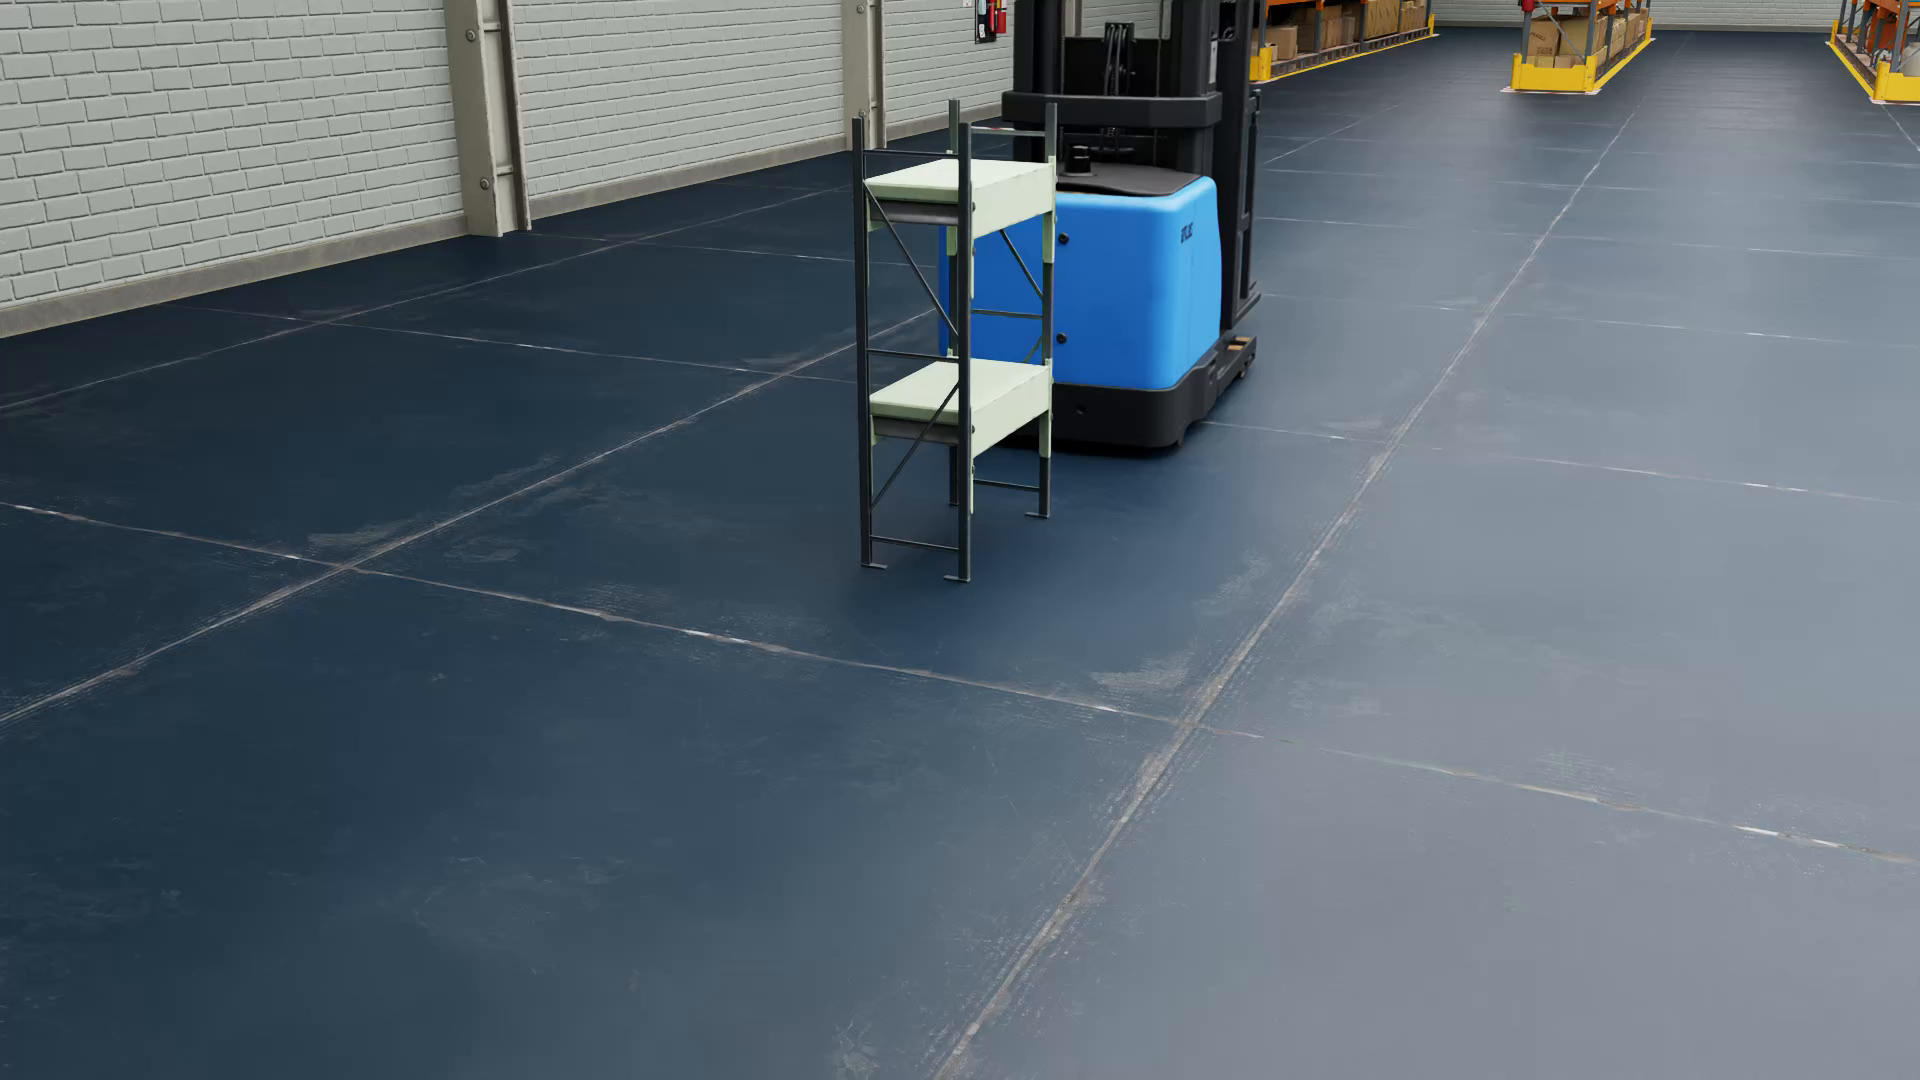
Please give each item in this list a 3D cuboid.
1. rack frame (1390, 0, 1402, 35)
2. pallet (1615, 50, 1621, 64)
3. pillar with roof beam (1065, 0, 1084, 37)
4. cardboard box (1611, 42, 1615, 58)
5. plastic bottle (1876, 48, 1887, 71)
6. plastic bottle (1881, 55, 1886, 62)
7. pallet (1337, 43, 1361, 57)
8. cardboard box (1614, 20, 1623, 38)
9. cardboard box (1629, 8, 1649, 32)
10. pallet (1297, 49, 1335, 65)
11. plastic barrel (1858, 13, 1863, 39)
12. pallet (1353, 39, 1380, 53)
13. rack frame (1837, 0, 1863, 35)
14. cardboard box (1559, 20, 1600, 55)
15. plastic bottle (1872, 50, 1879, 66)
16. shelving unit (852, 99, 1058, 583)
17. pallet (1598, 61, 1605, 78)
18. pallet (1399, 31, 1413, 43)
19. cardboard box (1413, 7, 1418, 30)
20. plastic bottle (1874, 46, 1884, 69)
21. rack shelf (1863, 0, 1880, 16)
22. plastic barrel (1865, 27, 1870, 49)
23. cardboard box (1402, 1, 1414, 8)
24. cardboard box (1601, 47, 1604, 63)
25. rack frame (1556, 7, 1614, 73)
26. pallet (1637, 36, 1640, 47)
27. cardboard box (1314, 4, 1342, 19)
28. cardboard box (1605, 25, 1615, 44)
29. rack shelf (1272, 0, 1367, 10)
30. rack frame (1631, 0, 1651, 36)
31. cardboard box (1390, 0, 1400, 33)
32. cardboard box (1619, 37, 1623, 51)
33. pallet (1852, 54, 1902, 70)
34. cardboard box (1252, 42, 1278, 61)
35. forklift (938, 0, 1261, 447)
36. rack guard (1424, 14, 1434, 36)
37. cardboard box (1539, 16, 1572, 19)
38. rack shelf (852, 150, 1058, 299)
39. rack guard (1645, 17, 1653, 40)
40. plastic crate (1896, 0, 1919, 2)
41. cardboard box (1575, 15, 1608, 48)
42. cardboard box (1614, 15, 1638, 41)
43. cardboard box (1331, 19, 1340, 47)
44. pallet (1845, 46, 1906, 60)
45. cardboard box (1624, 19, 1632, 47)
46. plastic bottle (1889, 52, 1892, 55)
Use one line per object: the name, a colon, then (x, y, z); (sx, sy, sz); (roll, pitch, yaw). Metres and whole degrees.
rack frame: (9.327, -12.566, 36.826); (1.000, 3.000, 0.127); (9, 21, 23)
pallet: (11.837, -9.104, 31.254); (1.003, 0.211, 1.213); (9, 21, 23)
pillar with roof beam: (5.381, -9.632, 19.623); (9.100, 9.000, 0.400); (9, 21, 23)
cardboard box: (11.174, -8.589, 29.121); (0.500, 0.250, 0.500); (9, 22, 24)
plastic bottle: (14.129, -7.343, 25.435); (0.144, 0.351, 0.185); (8, 21, 22)
plastic bottle: (13.835, -7.125, 24.925); (0.061, 0.283, 0.133); (9, 22, 24)
pallet: (7.368, -9.791, 33.183); (1.003, 0.211, 1.213); (9, 21, 23)
cardboard box: (11.804, -9.323, 30.348); (0.500, 0.311, 0.500); (8, 21, 22)
cardboard box: (15.488, -11.940, 38.139); (0.500, 0.500, 0.500); (9, 21, 23)
pallet: (6.369, -9.045, 31.086); (1.003, 0.211, 1.213); (9, 21, 23)
plastic barrel: (18.127, -10.252, 32.823); (0.600, 0.901, 0.708); (9, 21, 23)
pallet: (8.081, -10.260, 34.503); (1.003, 0.211, 1.213); (9, 21, 23)
rack frame: (20.003, -12.429, 36.442); (1.000, 3.000, 0.127); (9, 21, 23)
cardboard box: (9.559, -7.761, 25.673); (0.500, 0.500, 0.500); (9, 21, 23)
plastic bottle: (14.559, -7.645, 26.405); (0.097, 0.271, 0.097); (0, 20, 0)
shelving unit: (-0.003, -0.705, 5.712); (0.431, 1.500, 0.755); (9, 21, 23)
pallet: (10.208, -7.891, 27.841); (1.003, 0.211, 1.213); (9, 21, 23)
pallet: (9.710, -11.474, 37.916); (1.003, 0.211, 1.213); (9, 21, 23)
cardboard box: (10.359, -12.274, 39.109); (0.700, 0.500, 0.500); (8, 21, 21)
plastic bottle: (14.380, -7.530, 25.963); (0.144, 0.351, 0.185); (9, 22, 24)
rack shelf: (15.908, -9.033, 27.966); (1.077, 0.370, 4.000); (9, 21, 23)
plastic barrel: (17.062, -9.346, 30.858); (0.421, 0.512, 0.421); (0, 20, 0)
cardboard box: (10.247, -12.345, 38.341); (0.380, 0.149, 0.250); (8, 21, 21)
cardboard box: (10.368, -8.021, 27.522); (0.500, 0.250, 0.500); (9, 21, 23)
rack frame: (10.572, -9.442, 28.041); (1.000, 3.000, 0.127); (9, 21, 23)
pallet: (14.130, -10.783, 35.975); (1.003, 0.211, 1.213); (9, 21, 23)
cardboard box: (7.151, -10.333, 32.502); (0.500, 0.250, 0.500); (9, 21, 24)
cardboard box: (10.968, -8.700, 28.597); (0.500, 0.311, 0.500); (9, 21, 23)
rack shelf: (6.870, -10.393, 31.789); (1.077, 0.370, 4.000); (9, 21, 23)
rack frame: (15.486, -13.110, 38.356); (1.000, 3.000, 0.127); (9, 21, 23)
cardboard box: (9.179, -11.534, 36.507); (0.750, 0.750, 0.750); (9, 21, 23)
cardboard box: (12.009, -9.214, 30.879); (0.500, 0.250, 0.500); (8, 21, 22)
pallet: (16.375, -8.438, 29.381); (1.003, 0.211, 1.213); (9, 21, 23)
cardboard box: (5.012, -8.211, 27.938); (0.500, 0.311, 0.500); (11, 22, 27)
forklift: (0.862, -2.220, 7.836); (1.130, 2.935, 3.031); (7, 21, 18)
rack guard: (10.975, -12.618, 40.703); (1.175, 0.500, 0.348); (9, 21, 23)
cardboard box: (9.687, -8.293, 27.168); (0.500, 0.500, 0.500); (9, 21, 23)
rack shelf: (-0.003, -1.072, 5.581); (0.431, 0.370, 0.720); (9, 21, 23)
rack guard: (15.455, -11.909, 38.709); (1.175, 0.500, 0.348); (9, 21, 23)
plastic crate: (13.383, -7.662, 23.259); (0.499, 0.251, 0.616); (9, 21, 23)
cardboard box: (10.366, -8.374, 27.397); (0.500, 0.500, 0.500); (9, 21, 23)
cardboard box: (13.491, -10.423, 33.875); (0.500, 0.500, 0.500); (9, 21, 23)
cardboard box: (6.947, -9.848, 32.258); (0.700, 0.500, 0.500); (8, 21, 22)
pallet: (17.513, -9.288, 31.771); (1.003, 0.211, 1.213); (9, 21, 23)
cardboard box: (12.657, -9.794, 32.105); (0.500, 0.500, 0.500); (10, 22, 25)
plastic bottle: (14.431, -7.432, 25.805); (0.097, 0.271, 0.097); (0, 20, 0)
